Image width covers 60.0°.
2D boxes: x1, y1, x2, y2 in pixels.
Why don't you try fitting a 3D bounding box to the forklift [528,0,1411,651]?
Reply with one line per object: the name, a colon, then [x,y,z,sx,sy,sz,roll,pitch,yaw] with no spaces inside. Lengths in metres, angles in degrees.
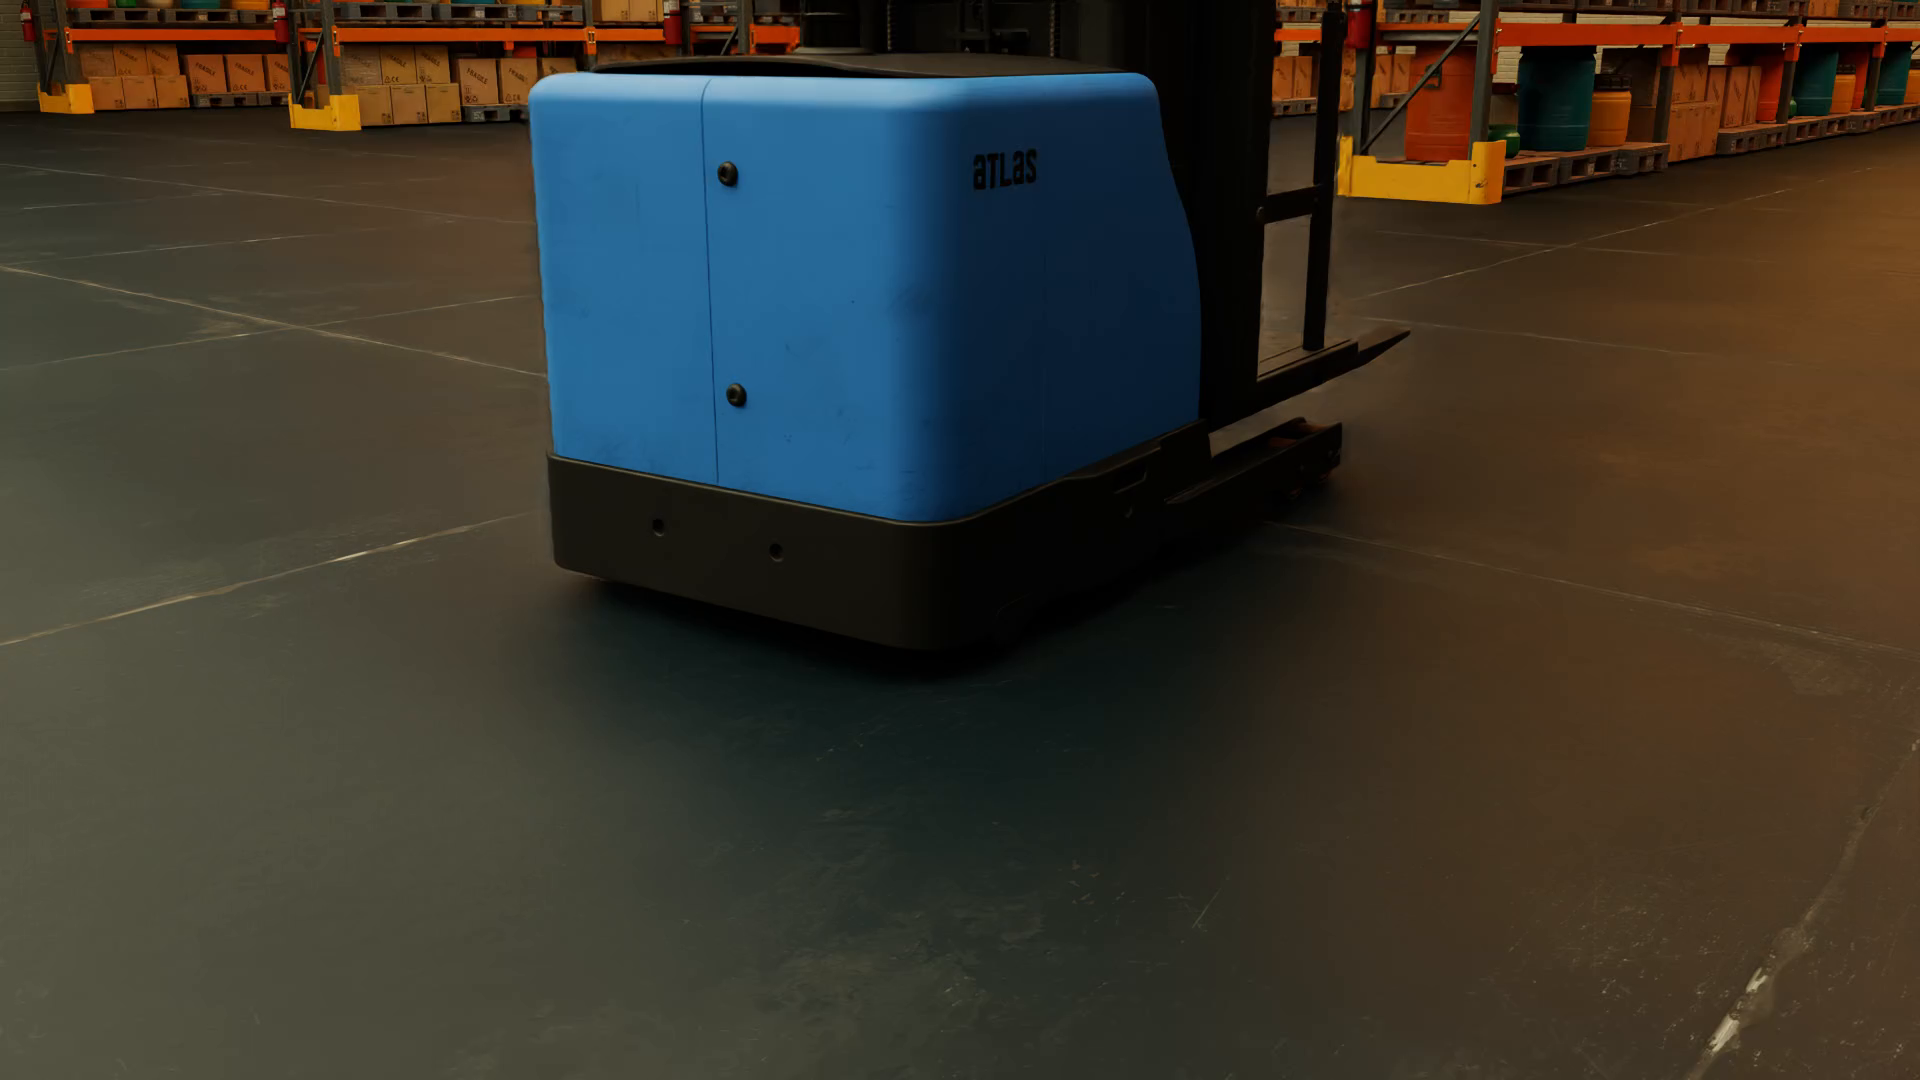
forklift: [0.364,-1.570,4.068,1.130,2.935,3.031,11,20,32]
